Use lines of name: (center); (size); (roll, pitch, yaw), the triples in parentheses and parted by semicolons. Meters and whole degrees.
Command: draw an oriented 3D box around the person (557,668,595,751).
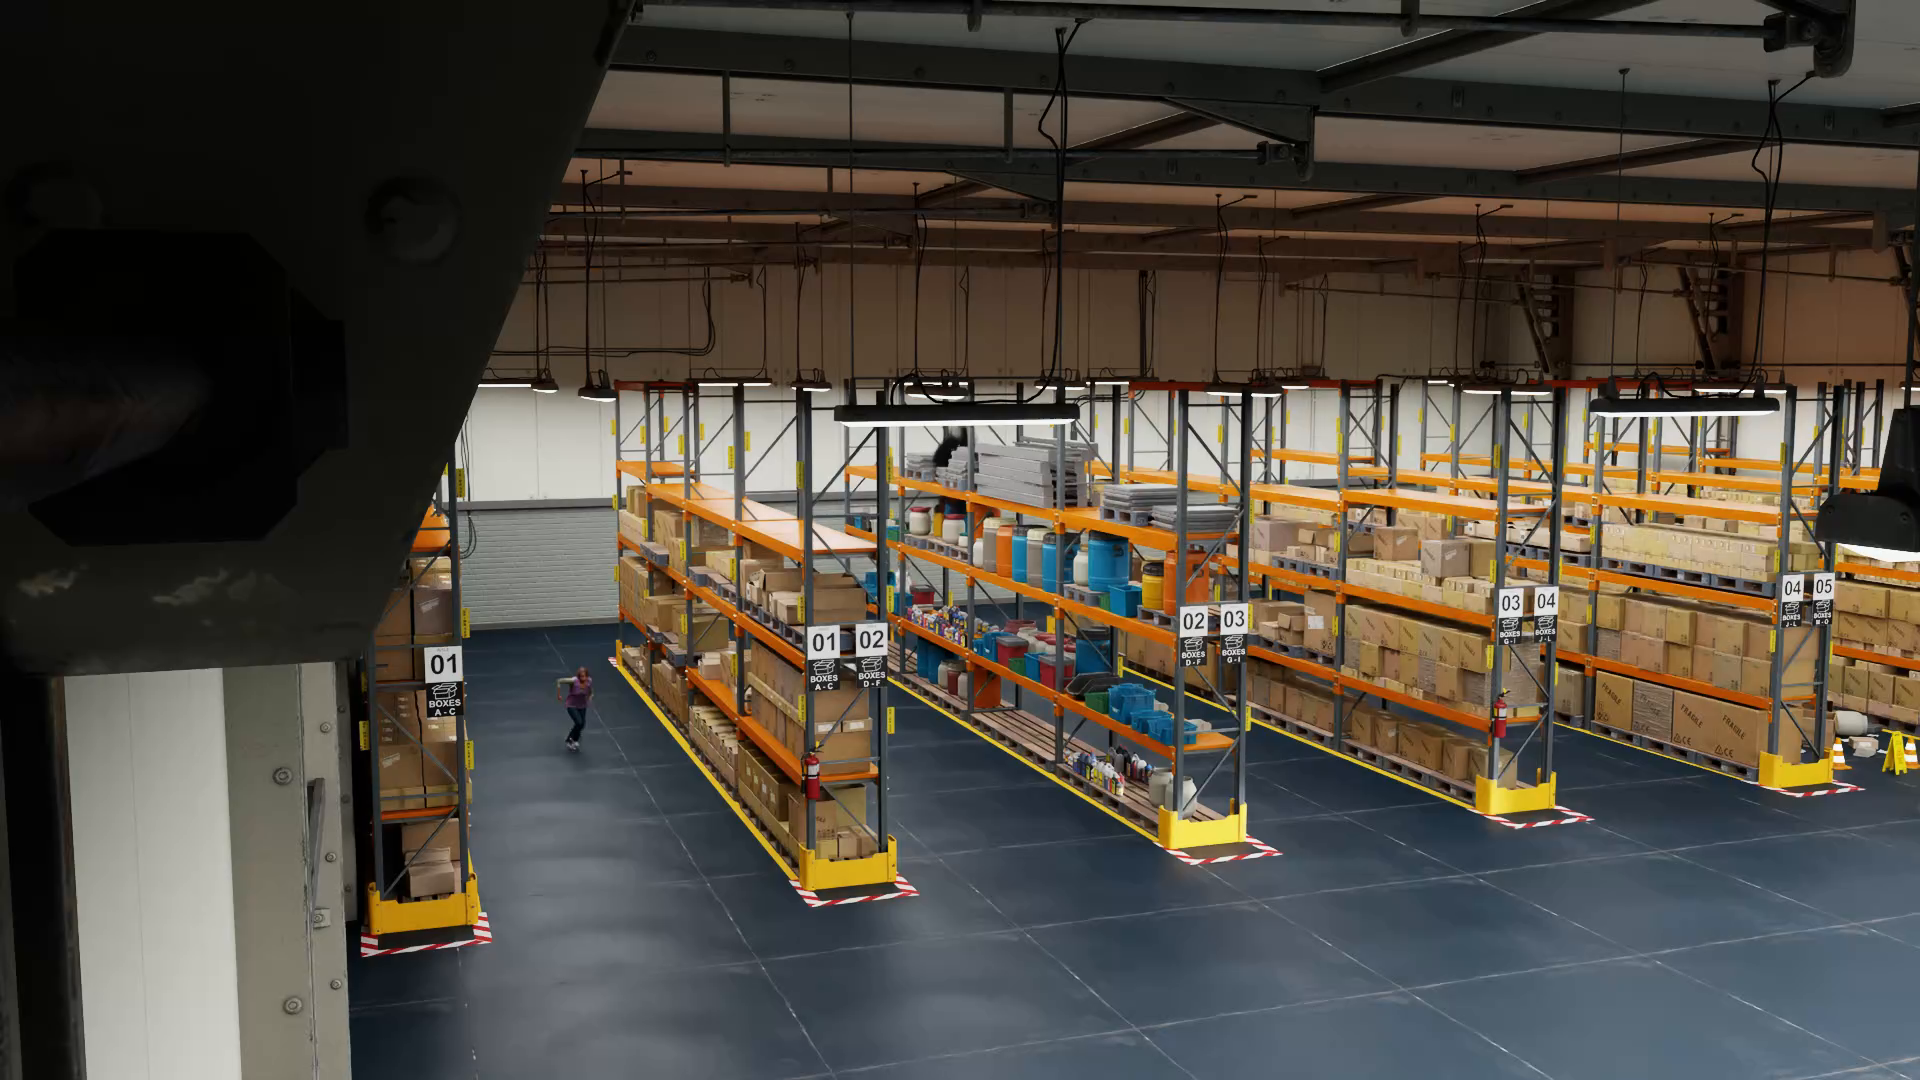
person: (-6.252, 2.754, 27.034); (0.568, 1.423, 0.867); (-4, 7, -35)

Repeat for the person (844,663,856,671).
person: (-1.838, 2.539, 28.139); (0.605, 1.669, 0.566); (-3, 7, -25)

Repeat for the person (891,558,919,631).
person: (-1.298, 1.314, 39.295); (0.675, 1.797, 0.632); (0, 6, -2)
